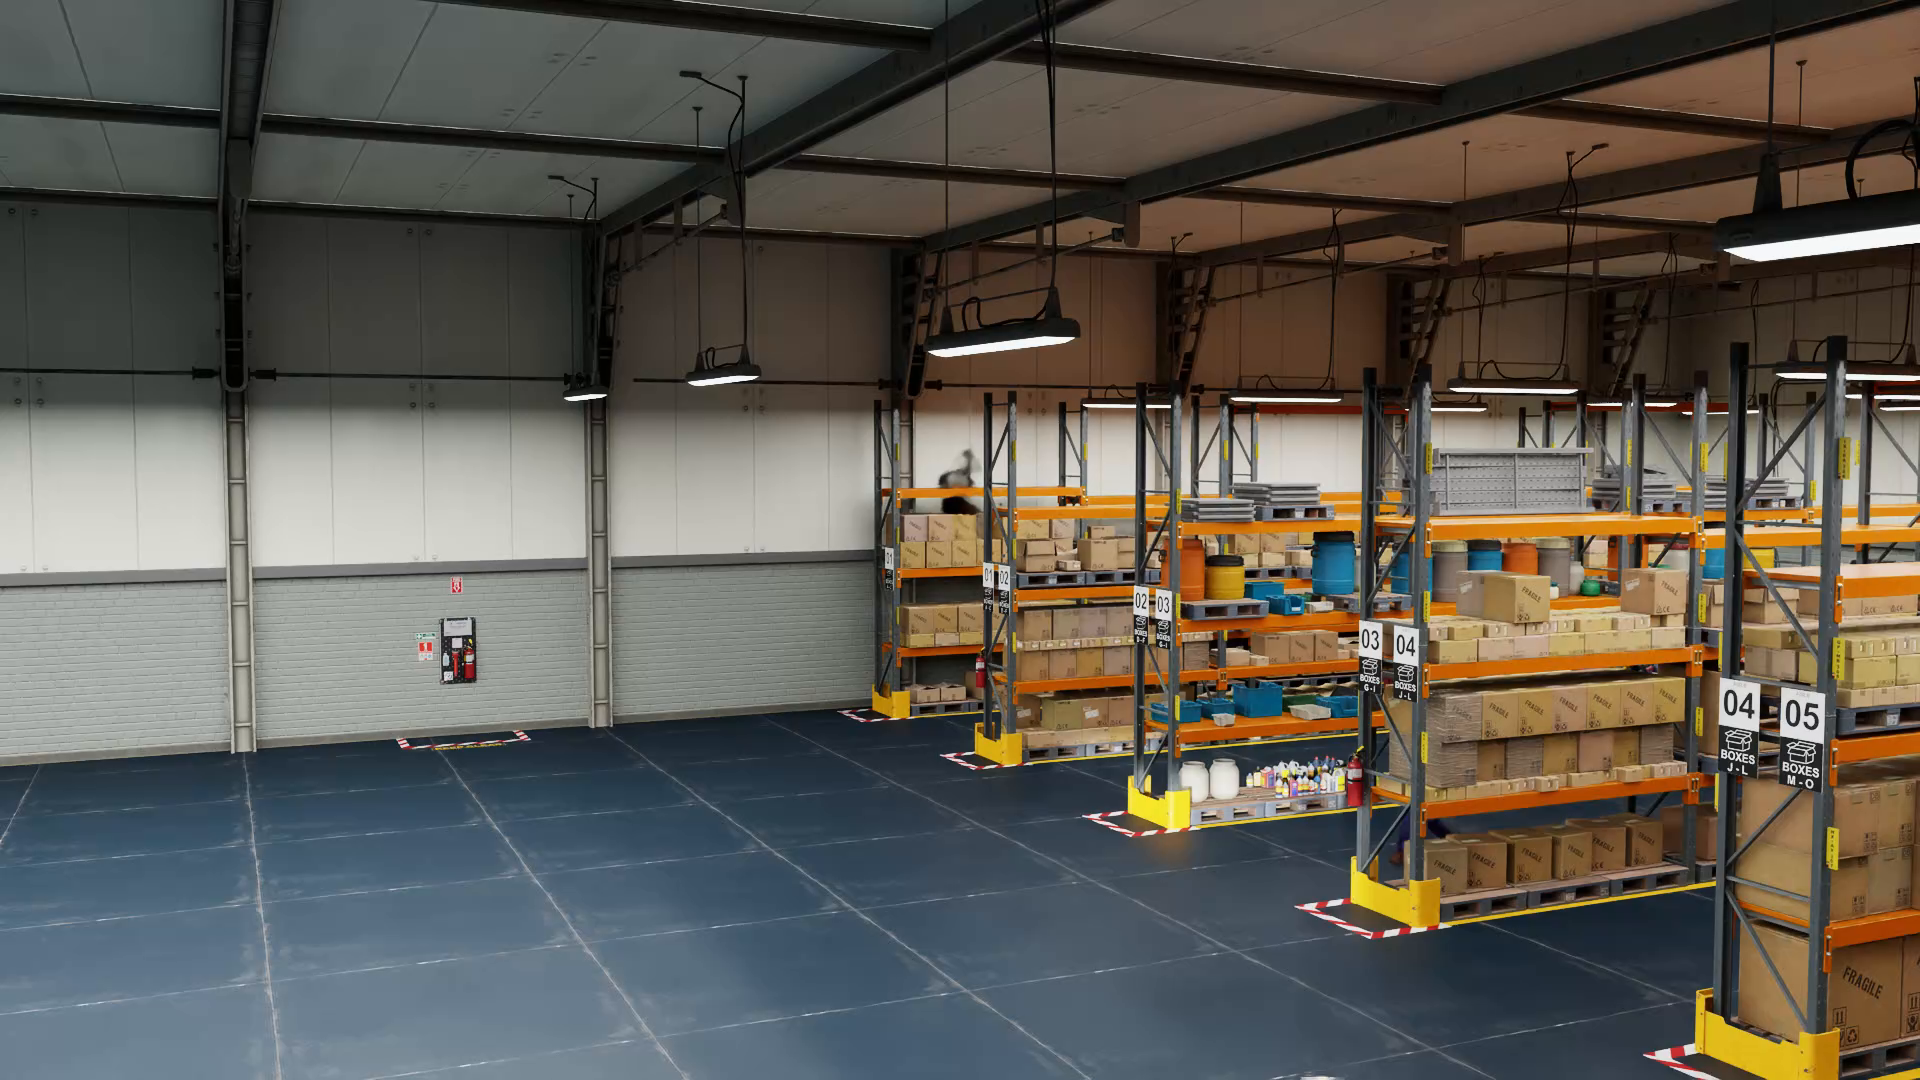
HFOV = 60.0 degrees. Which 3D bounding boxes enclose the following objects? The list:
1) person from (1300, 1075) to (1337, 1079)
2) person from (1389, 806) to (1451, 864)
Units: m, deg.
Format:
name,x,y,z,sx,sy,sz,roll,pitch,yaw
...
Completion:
name,x,y,z,sx,sy,sz,roll,pitch,yaw
person,1.998,3.775,9.134,0.588,1.741,0.806,1,3,18
person,5.688,3.138,20.453,0.883,1.641,0.610,-2,4,-25
